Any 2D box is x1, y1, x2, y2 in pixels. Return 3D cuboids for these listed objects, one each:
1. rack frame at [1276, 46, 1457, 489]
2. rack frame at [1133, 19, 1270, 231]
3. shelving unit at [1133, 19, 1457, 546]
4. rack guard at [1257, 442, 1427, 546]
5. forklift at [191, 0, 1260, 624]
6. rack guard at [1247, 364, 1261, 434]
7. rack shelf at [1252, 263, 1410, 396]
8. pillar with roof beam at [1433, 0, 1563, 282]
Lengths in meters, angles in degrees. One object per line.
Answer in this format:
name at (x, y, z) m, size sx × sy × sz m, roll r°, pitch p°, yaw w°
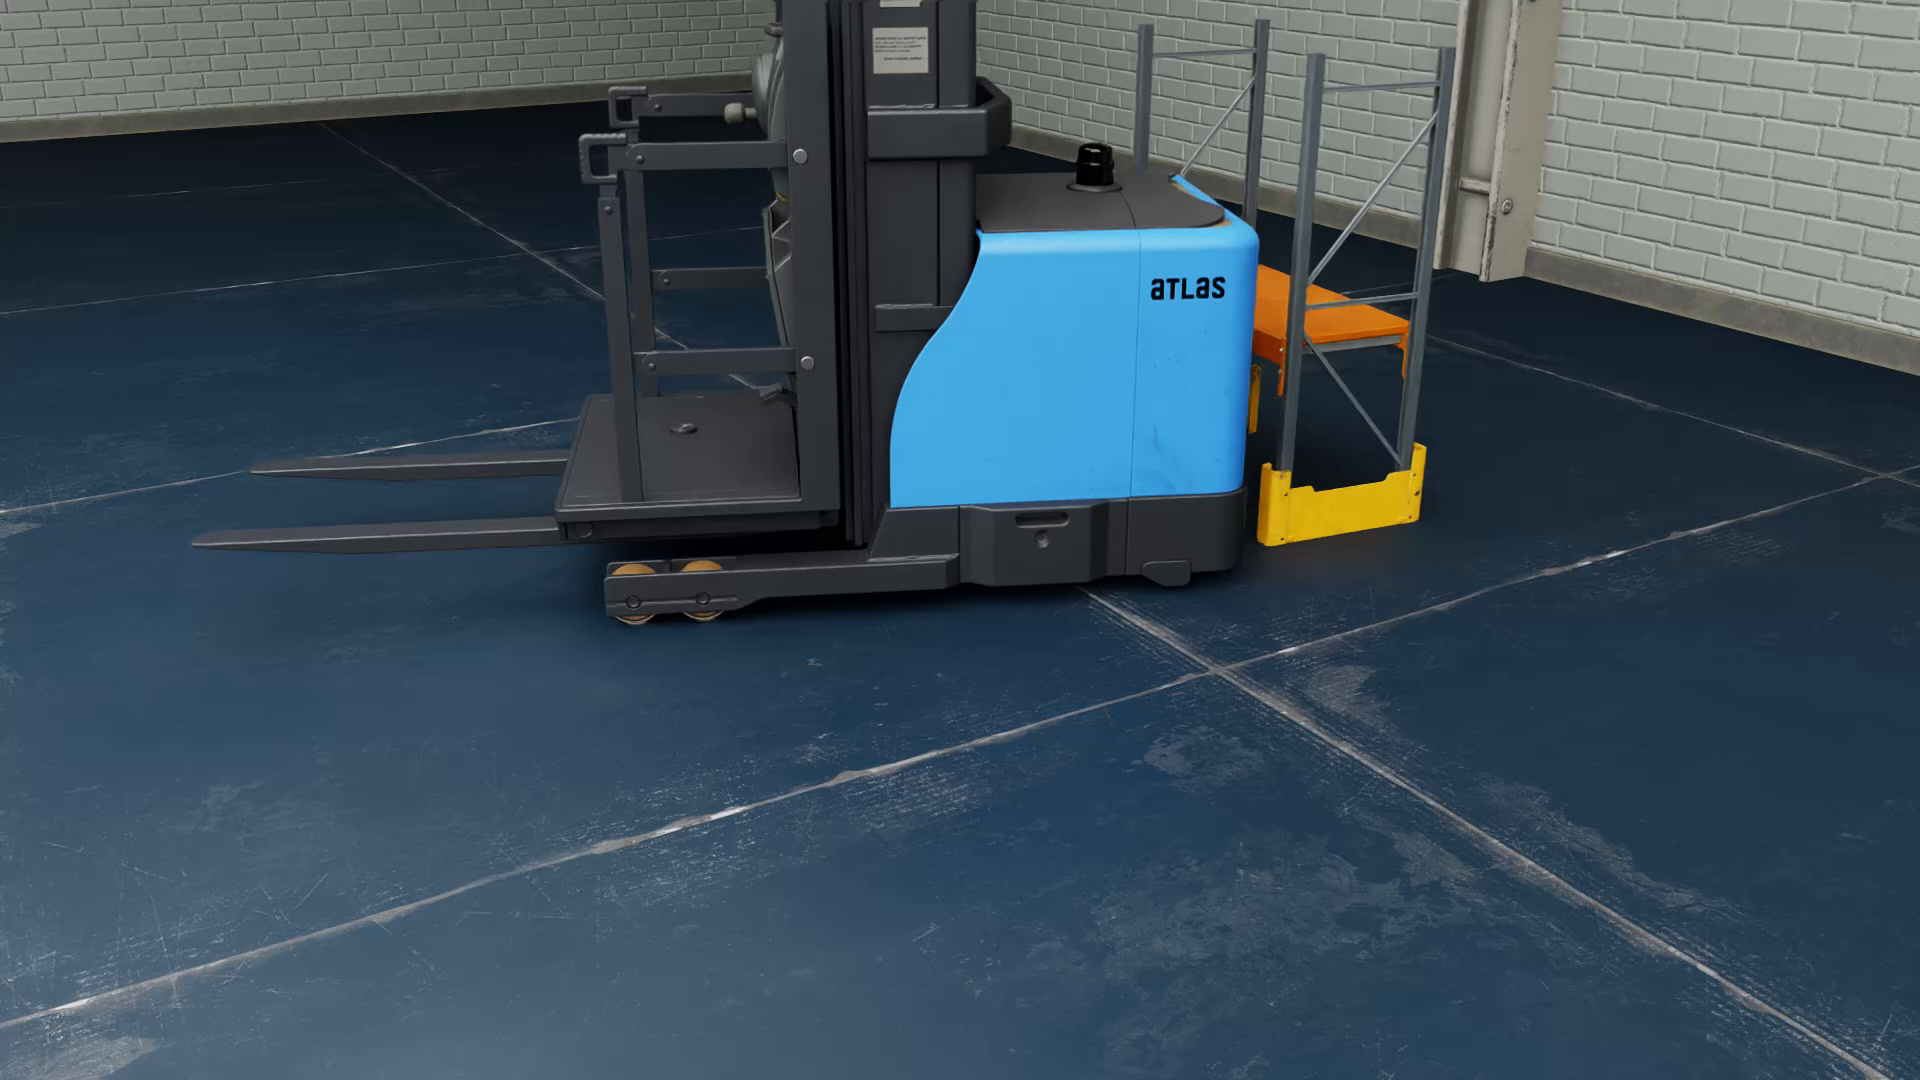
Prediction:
rack frame at (1.230, -0.730, 5.115) m, size 0.500 × 1.500 × 0.032 m, roll -9°, pitch 24°, yaw -21°
rack frame at (0.841, -1.083, 5.985) m, size 0.500 × 1.500 × 0.032 m, roll -9°, pitch 24°, yaw -21°
shelving unit at (1.039, -0.903, 5.542) m, size 0.587 × 1.500 × 1.083 m, roll -9°, pitch 24°, yaw -21°
rack guard at (1.230, -0.151, 5.351) m, size 0.587 × 0.250 × 0.087 m, roll -9°, pitch 24°, yaw -21°
forklift at (-0.707, -1.331, 4.693) m, size 3.031 × 2.935 × 1.130 m, roll -3°, pitch 22°, yaw -6°
rack guard at (0.848, -0.497, 6.203) m, size 0.587 × 0.250 × 0.087 m, roll -9°, pitch 24°, yaw -21°
rack shelf at (1.035, -0.740, 5.617) m, size 0.538 × 0.185 × 1.000 m, roll -9°, pitch 24°, yaw -21°
pillar with roof beam at (-0.951, -4.766, 5.086) m, size 9.100 × 9.000 × 0.400 m, roll -13°, pitch 25°, yaw -28°
